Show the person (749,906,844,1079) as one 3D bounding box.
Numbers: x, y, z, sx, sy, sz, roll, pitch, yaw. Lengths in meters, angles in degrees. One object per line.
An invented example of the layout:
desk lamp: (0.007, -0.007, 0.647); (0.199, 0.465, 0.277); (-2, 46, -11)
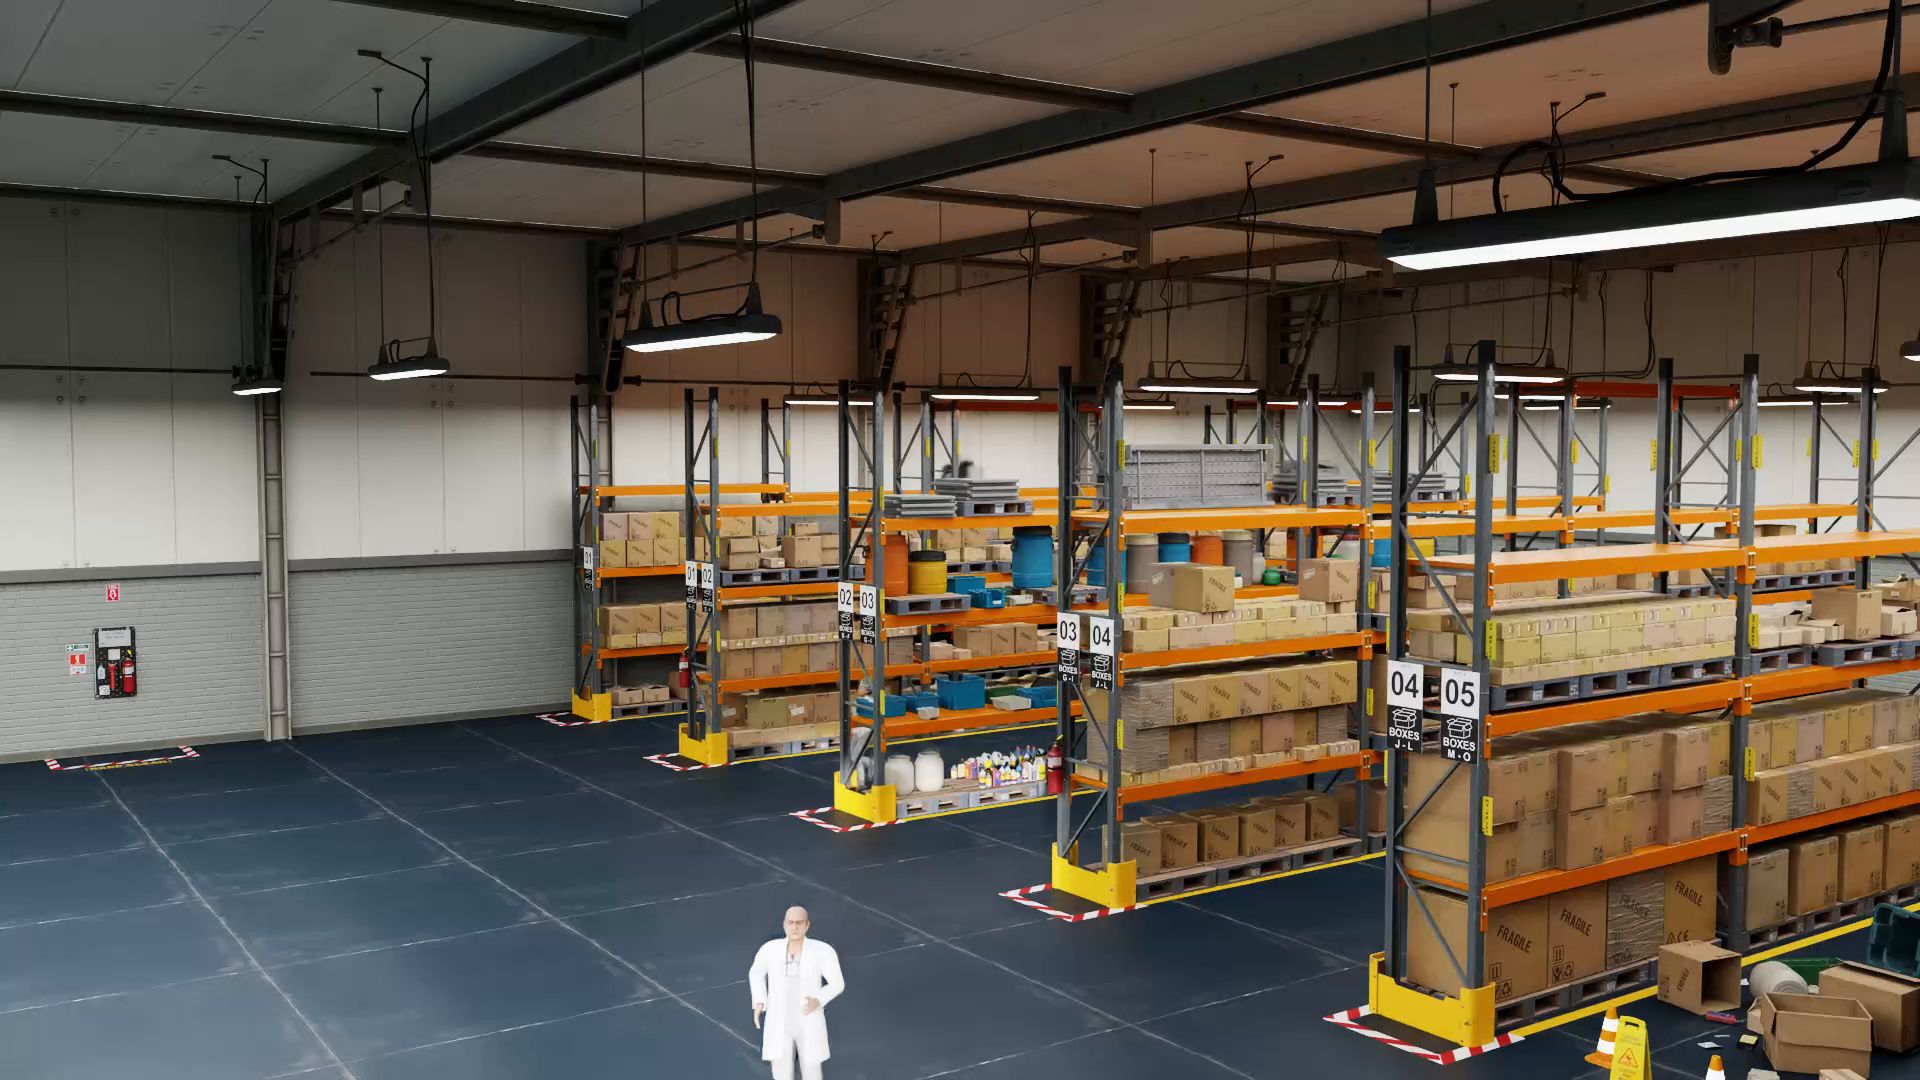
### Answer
person: (-1.210, 3.555, 12.199); (0.720, 1.745, 0.896); (0, 3, 1)

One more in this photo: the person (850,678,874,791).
person: (-1.398, 2.862, 24.606); (0.598, 1.645, 0.656); (-3, 5, -43)
